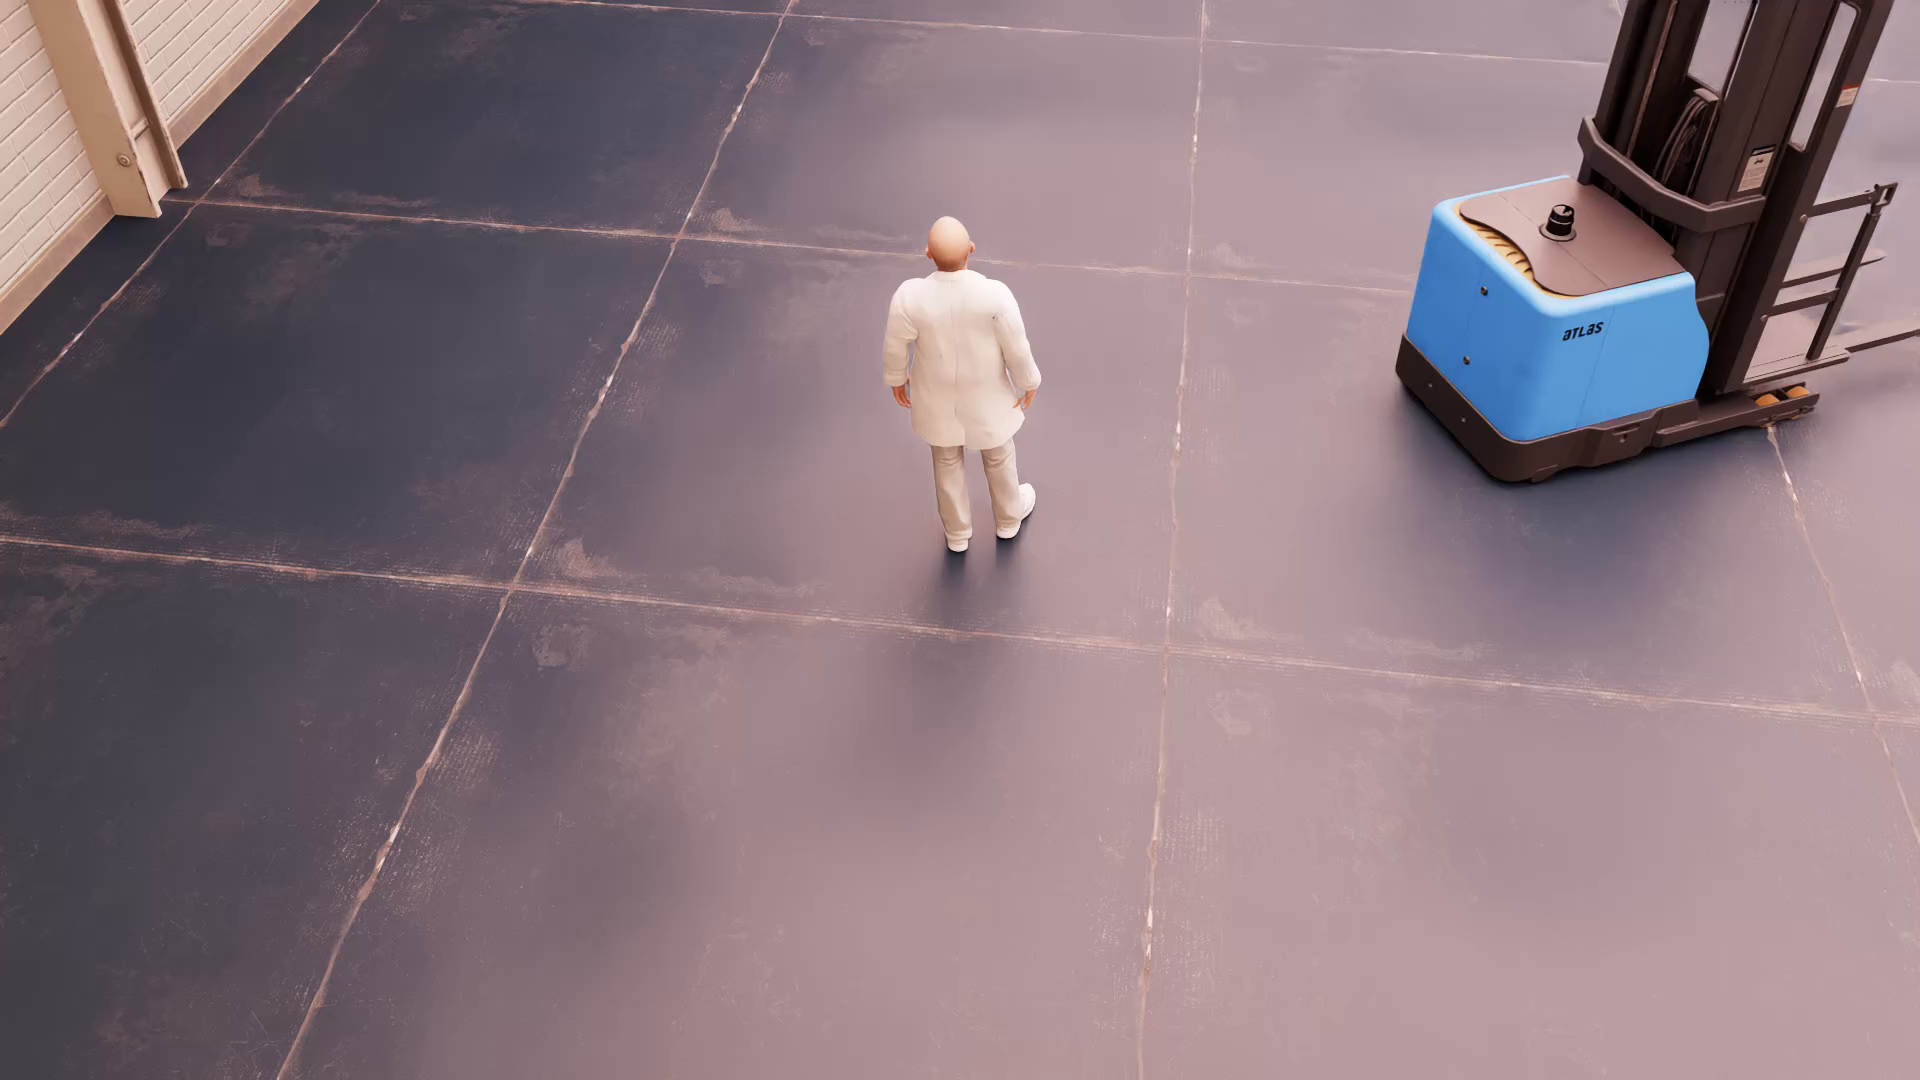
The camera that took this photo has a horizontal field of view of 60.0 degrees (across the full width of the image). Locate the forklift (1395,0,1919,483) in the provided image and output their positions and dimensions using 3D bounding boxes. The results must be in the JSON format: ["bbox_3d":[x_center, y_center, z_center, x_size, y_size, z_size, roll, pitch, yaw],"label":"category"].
[{"bbox_3d":[3.861,-1.979,7.878,3.031,2.935,1.130,-14,44,-15],"label":"forklift"}]

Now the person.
[{"bbox_3d":[0.016,-0.721,7.351,0.698,1.777,0.578,5,43,6],"label":"person"}]
